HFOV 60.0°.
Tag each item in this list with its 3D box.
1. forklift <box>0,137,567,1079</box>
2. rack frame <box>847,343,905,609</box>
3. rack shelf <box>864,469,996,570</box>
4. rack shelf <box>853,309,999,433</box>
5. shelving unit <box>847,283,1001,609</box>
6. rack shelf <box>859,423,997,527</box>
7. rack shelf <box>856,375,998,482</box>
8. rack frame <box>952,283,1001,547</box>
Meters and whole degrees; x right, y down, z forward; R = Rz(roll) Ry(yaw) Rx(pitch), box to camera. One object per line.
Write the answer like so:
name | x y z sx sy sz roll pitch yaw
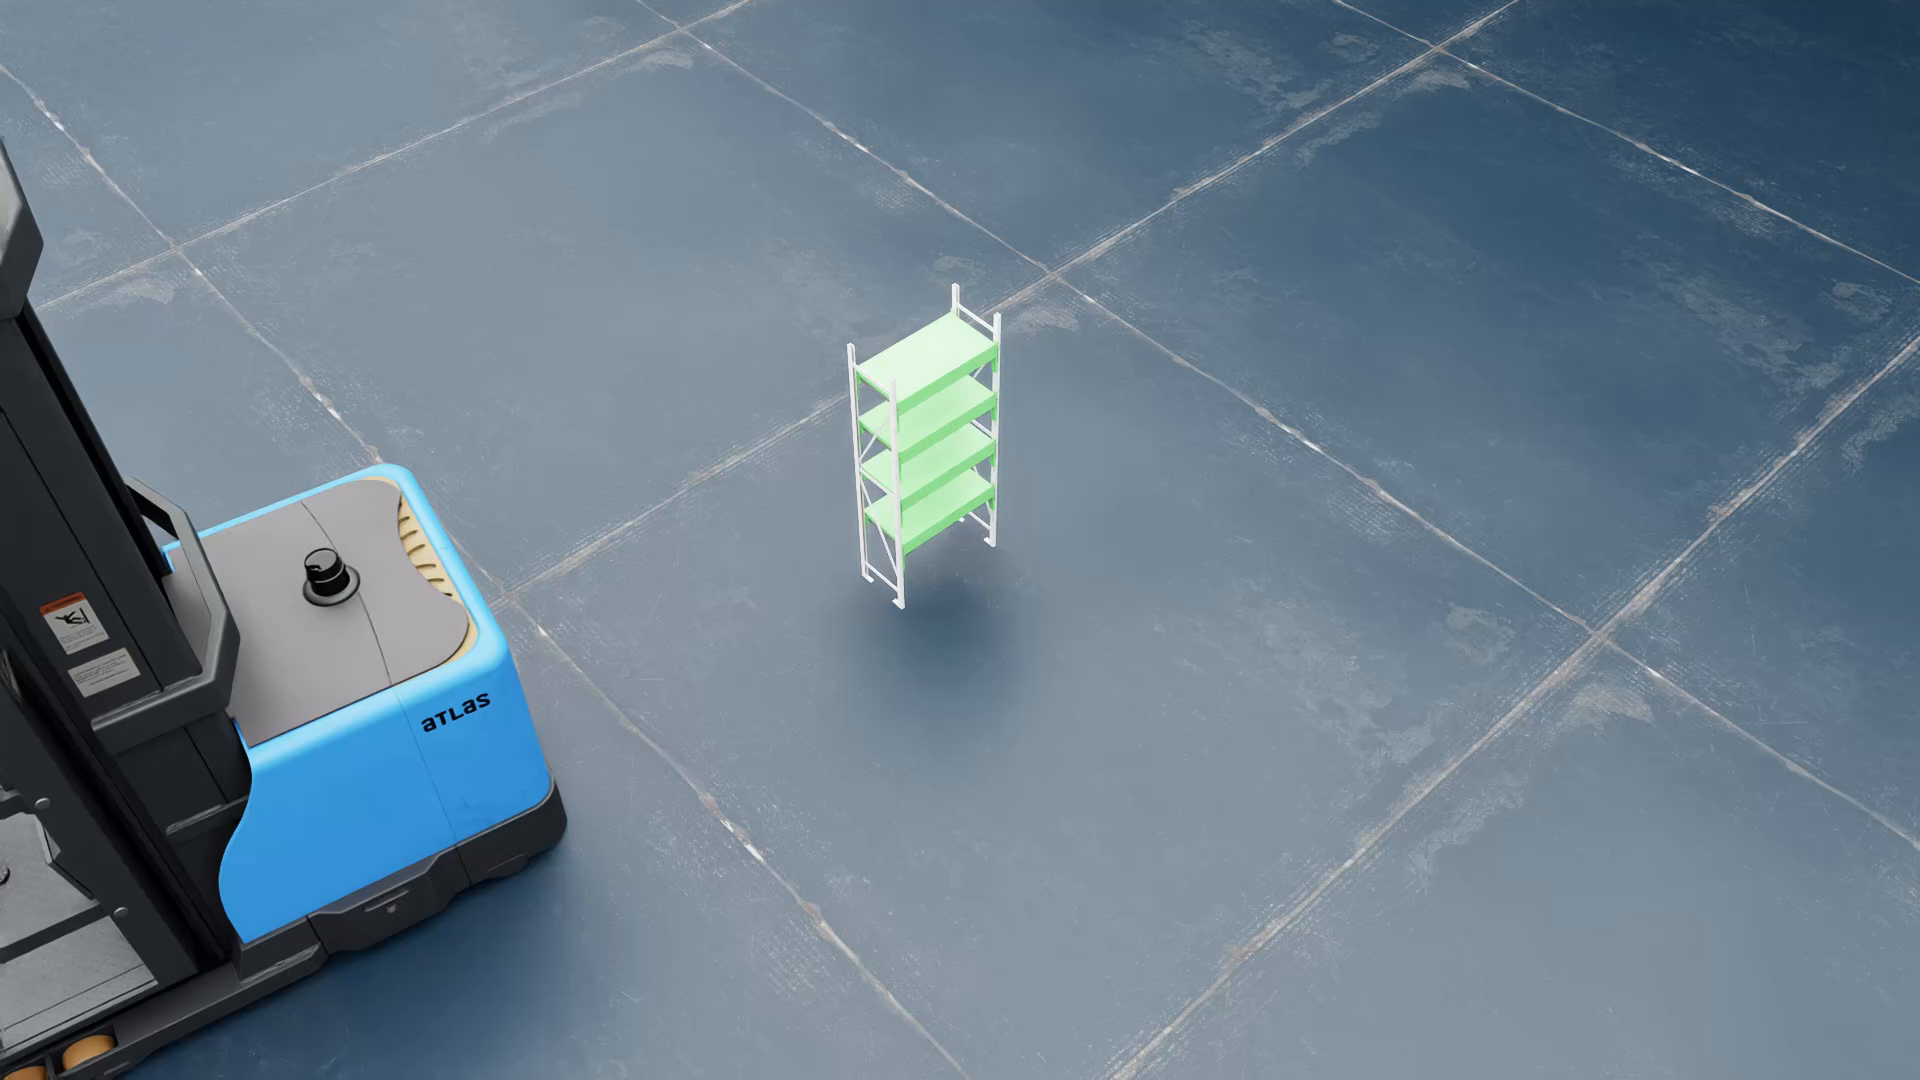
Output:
forklift | -2.879 0.331 4.450 3.031 2.935 1.130 -25 52 -21
rack frame | -0.303 -0.204 6.122 0.015 1.200 0.240 -34 56 -27
rack shelf | -0.122 -0.119 6.457 0.480 0.148 0.258 -34 56 -27
rack shelf | -0.122 -0.607 5.928 0.480 0.148 0.258 -34 56 -27
shelving unit | -0.122 -0.325 6.234 0.503 1.200 0.258 -34 56 -27
rack shelf | -0.122 -0.282 6.280 0.480 0.148 0.258 -34 56 -27
rack shelf | -0.122 -0.444 6.104 0.480 0.148 0.258 -34 56 -27
rack frame | 0.058 -0.446 6.345 0.015 1.200 0.240 -34 56 -27
